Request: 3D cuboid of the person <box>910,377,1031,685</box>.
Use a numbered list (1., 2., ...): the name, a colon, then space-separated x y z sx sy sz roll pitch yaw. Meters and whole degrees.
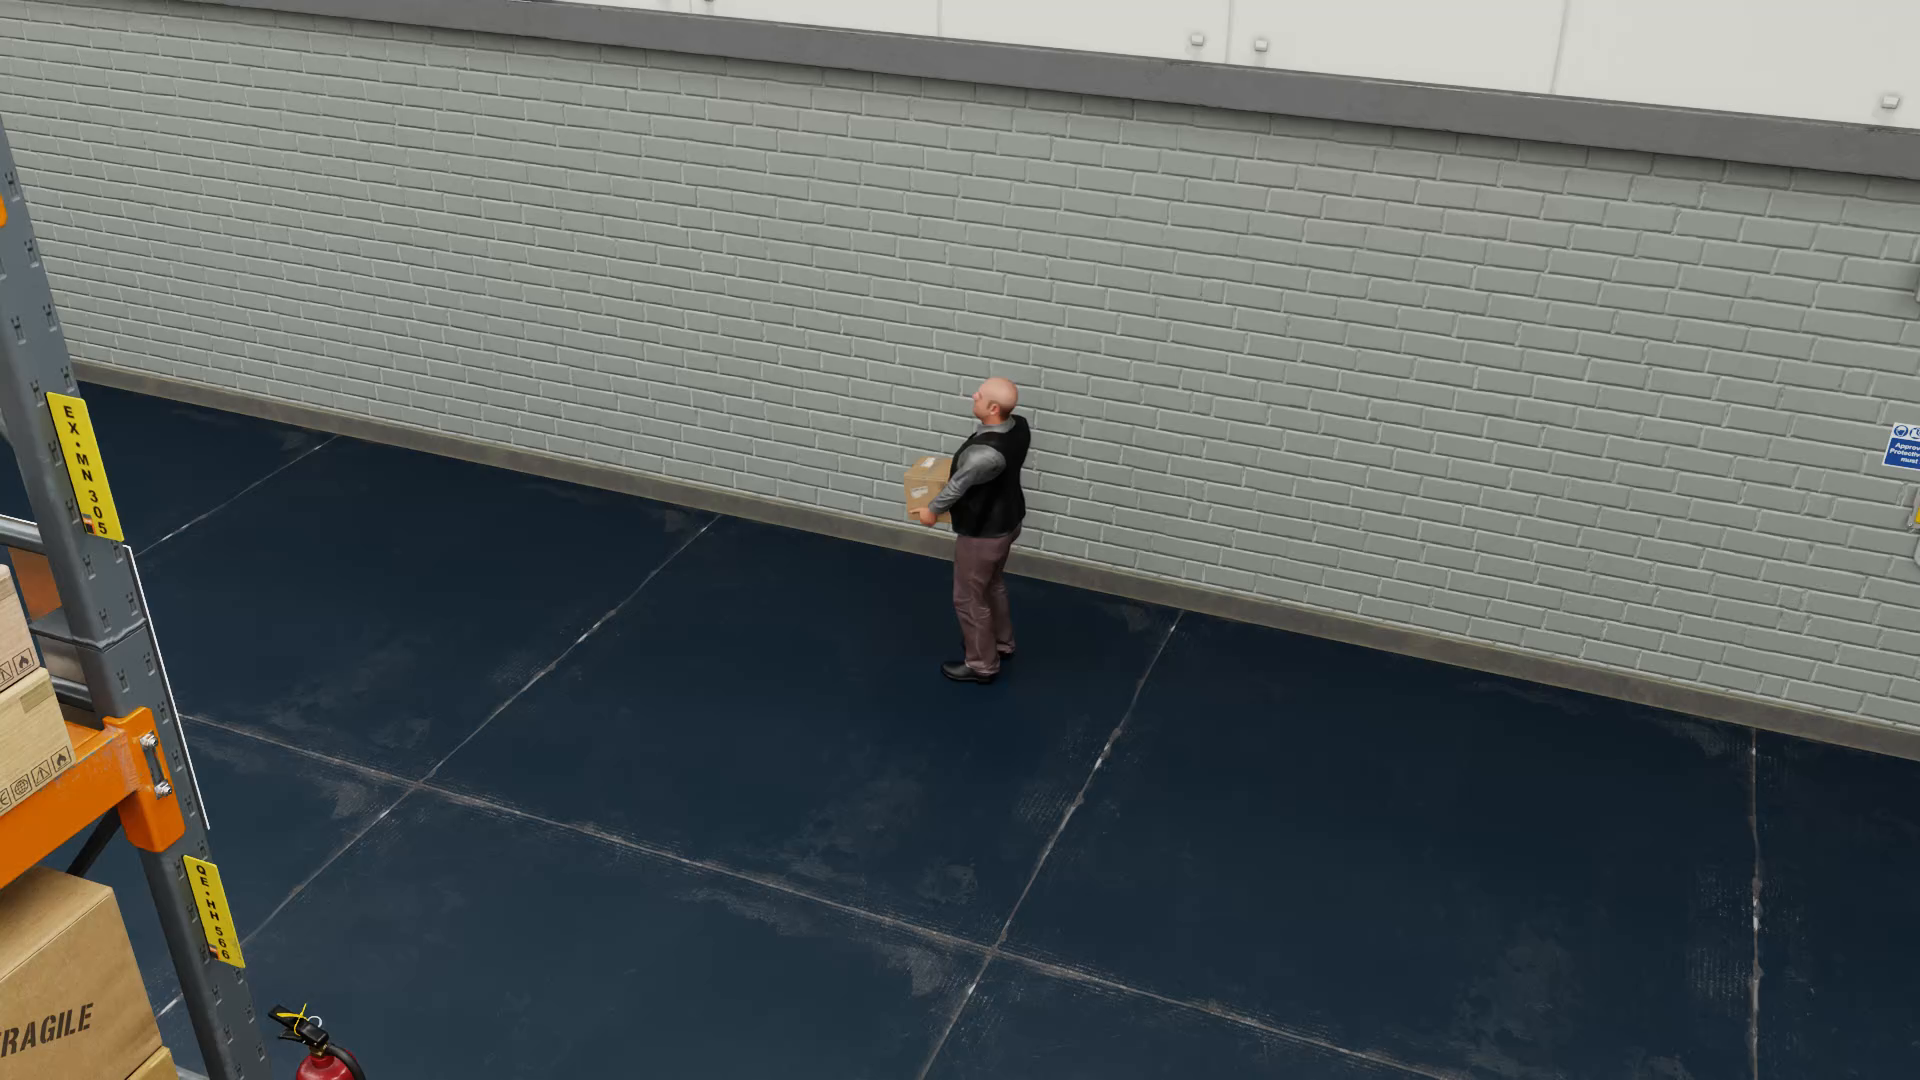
1. person: 0.040 -0.075 8.566 0.547 1.711 0.494 11 31 19
